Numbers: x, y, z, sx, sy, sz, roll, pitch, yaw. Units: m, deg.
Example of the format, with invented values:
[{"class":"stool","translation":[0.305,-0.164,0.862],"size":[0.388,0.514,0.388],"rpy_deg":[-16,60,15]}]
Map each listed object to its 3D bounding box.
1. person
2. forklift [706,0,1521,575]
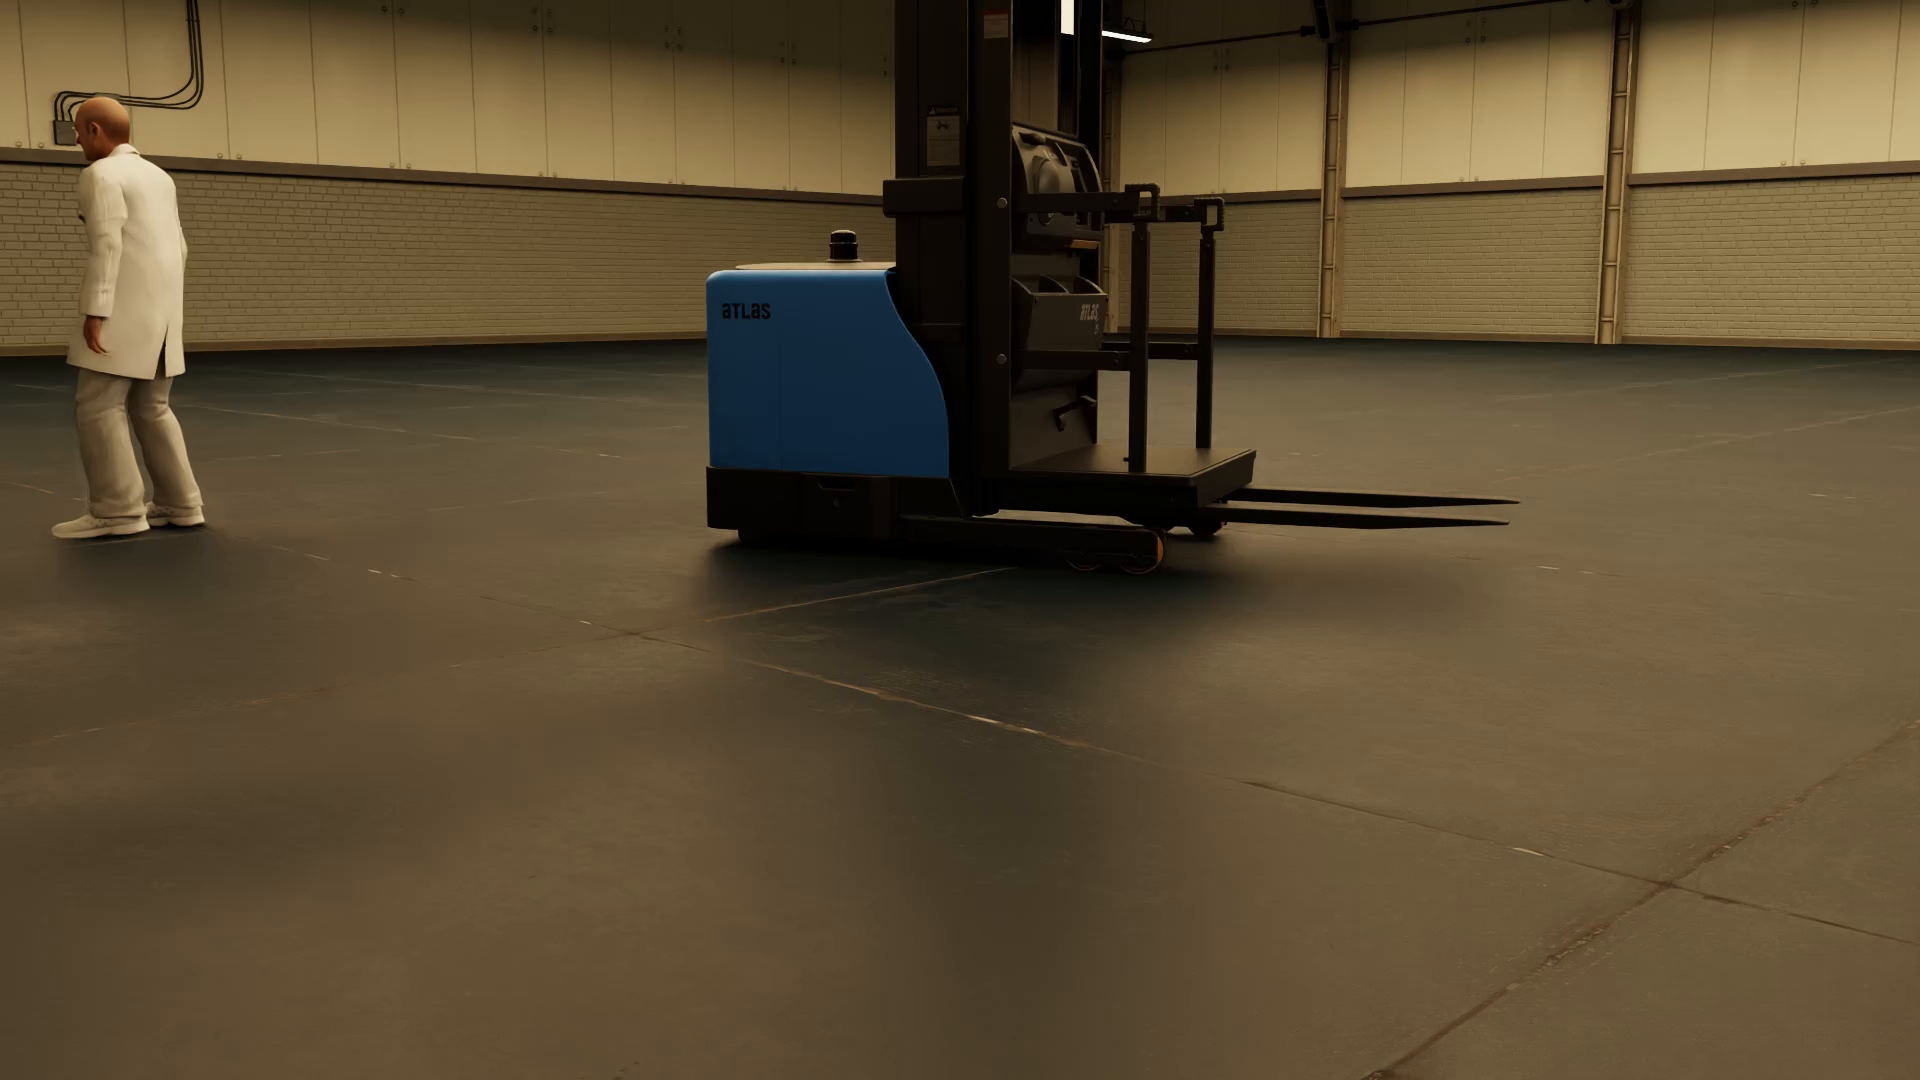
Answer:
[{"class":"person","translation":[-3.463,-0.913,6.873],"size":[0.465,1.781,0.653],"rpy_deg":[1,9,6]},{"class":"forklift","translation":[0.565,-1.416,6.275],"size":[3.031,2.935,1.130],"rpy_deg":[3,9,22]}]
